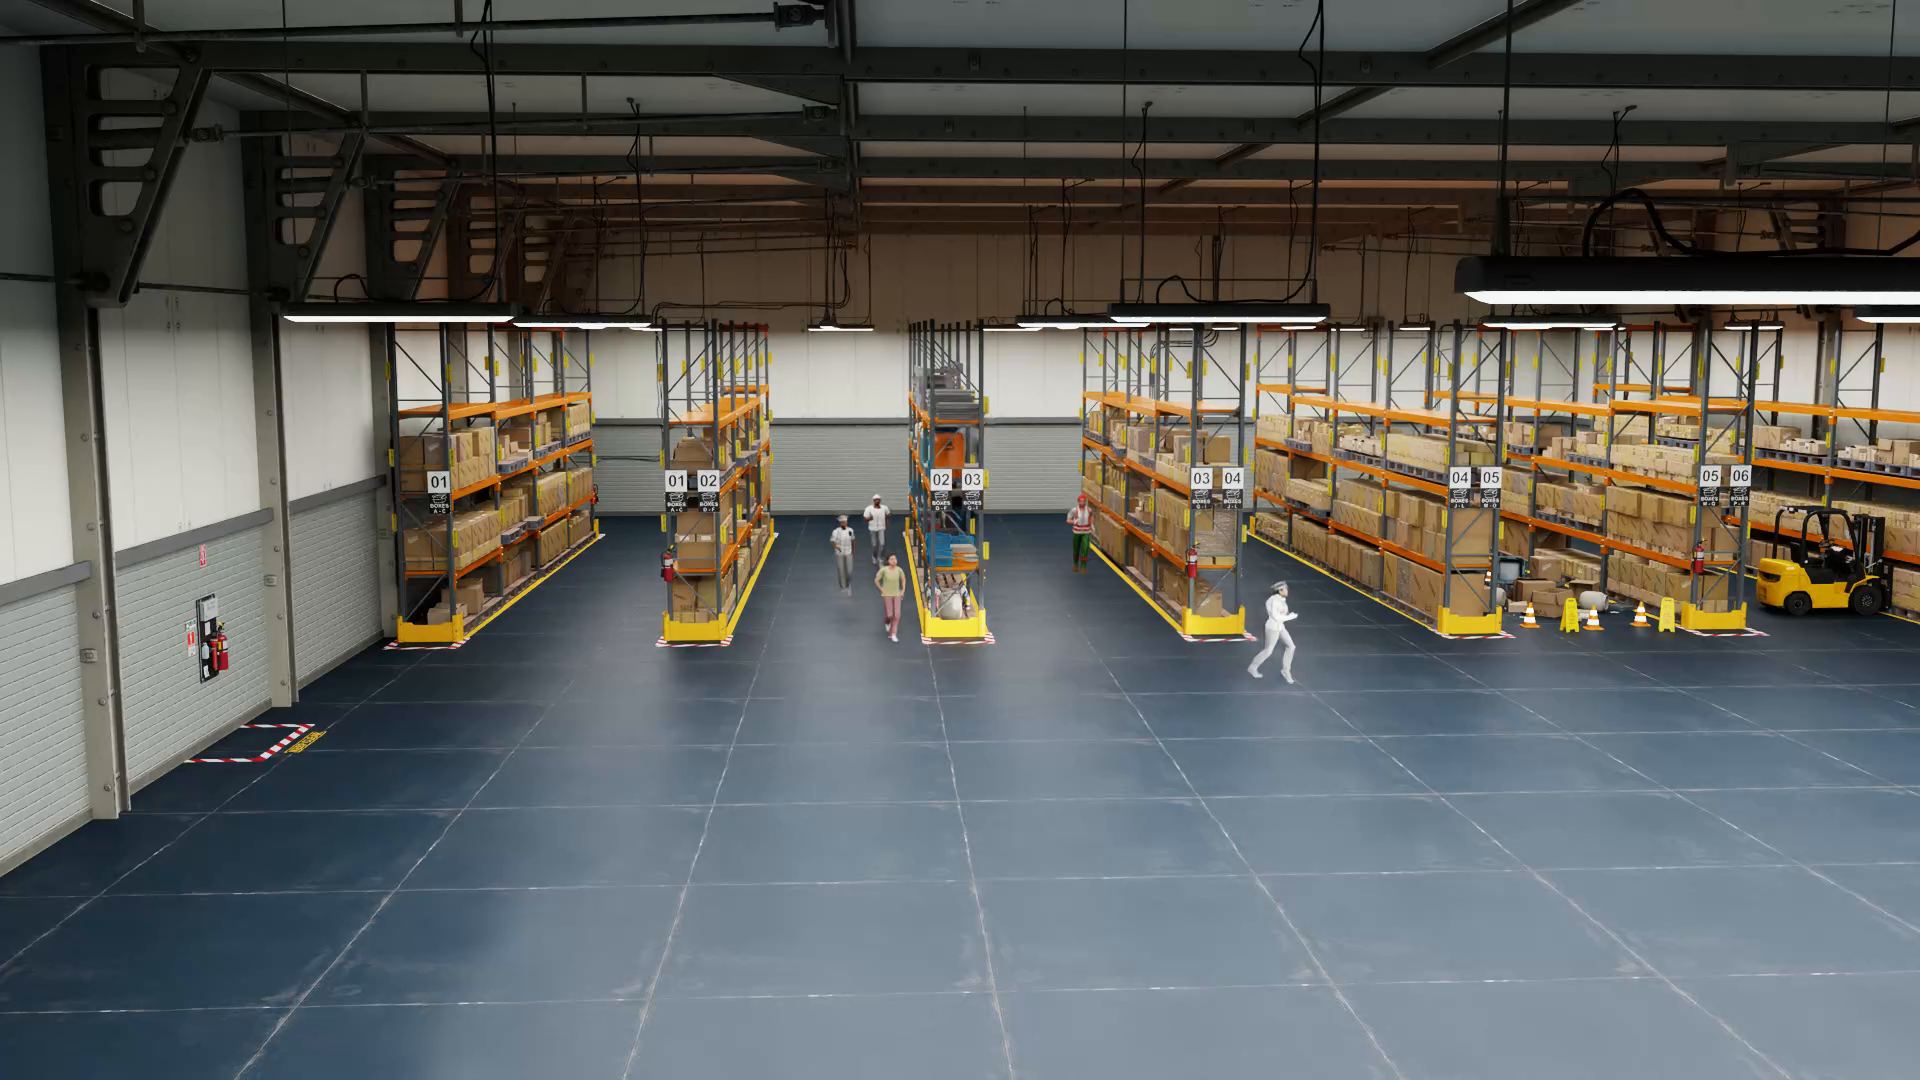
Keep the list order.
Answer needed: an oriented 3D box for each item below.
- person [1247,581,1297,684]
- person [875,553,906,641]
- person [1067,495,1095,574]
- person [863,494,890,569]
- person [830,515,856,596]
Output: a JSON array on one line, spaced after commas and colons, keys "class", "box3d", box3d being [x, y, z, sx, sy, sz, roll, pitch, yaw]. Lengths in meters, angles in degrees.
[{"class": "person", "box3d": [5.164, 1.510, 27.469, 0.828, 1.727, 0.638, 3, 8, 23]}, {"class": "person", "box3d": [-1.301, 1.063, 31.354, 0.612, 1.649, 0.563, -2, 7, -16]}, {"class": "person", "box3d": [2.776, -0.136, 38.169, 0.665, 1.819, 0.891, -1, 7, -5]}, {"class": "person", "box3d": [-2.048, -0.221, 41.005, 0.666, 1.823, 0.738, -1, 7, -5]}, {"class": "person", "box3d": [-2.421, 0.330, 34.762, 0.576, 1.709, 0.580, -2, 7, -12]}]
